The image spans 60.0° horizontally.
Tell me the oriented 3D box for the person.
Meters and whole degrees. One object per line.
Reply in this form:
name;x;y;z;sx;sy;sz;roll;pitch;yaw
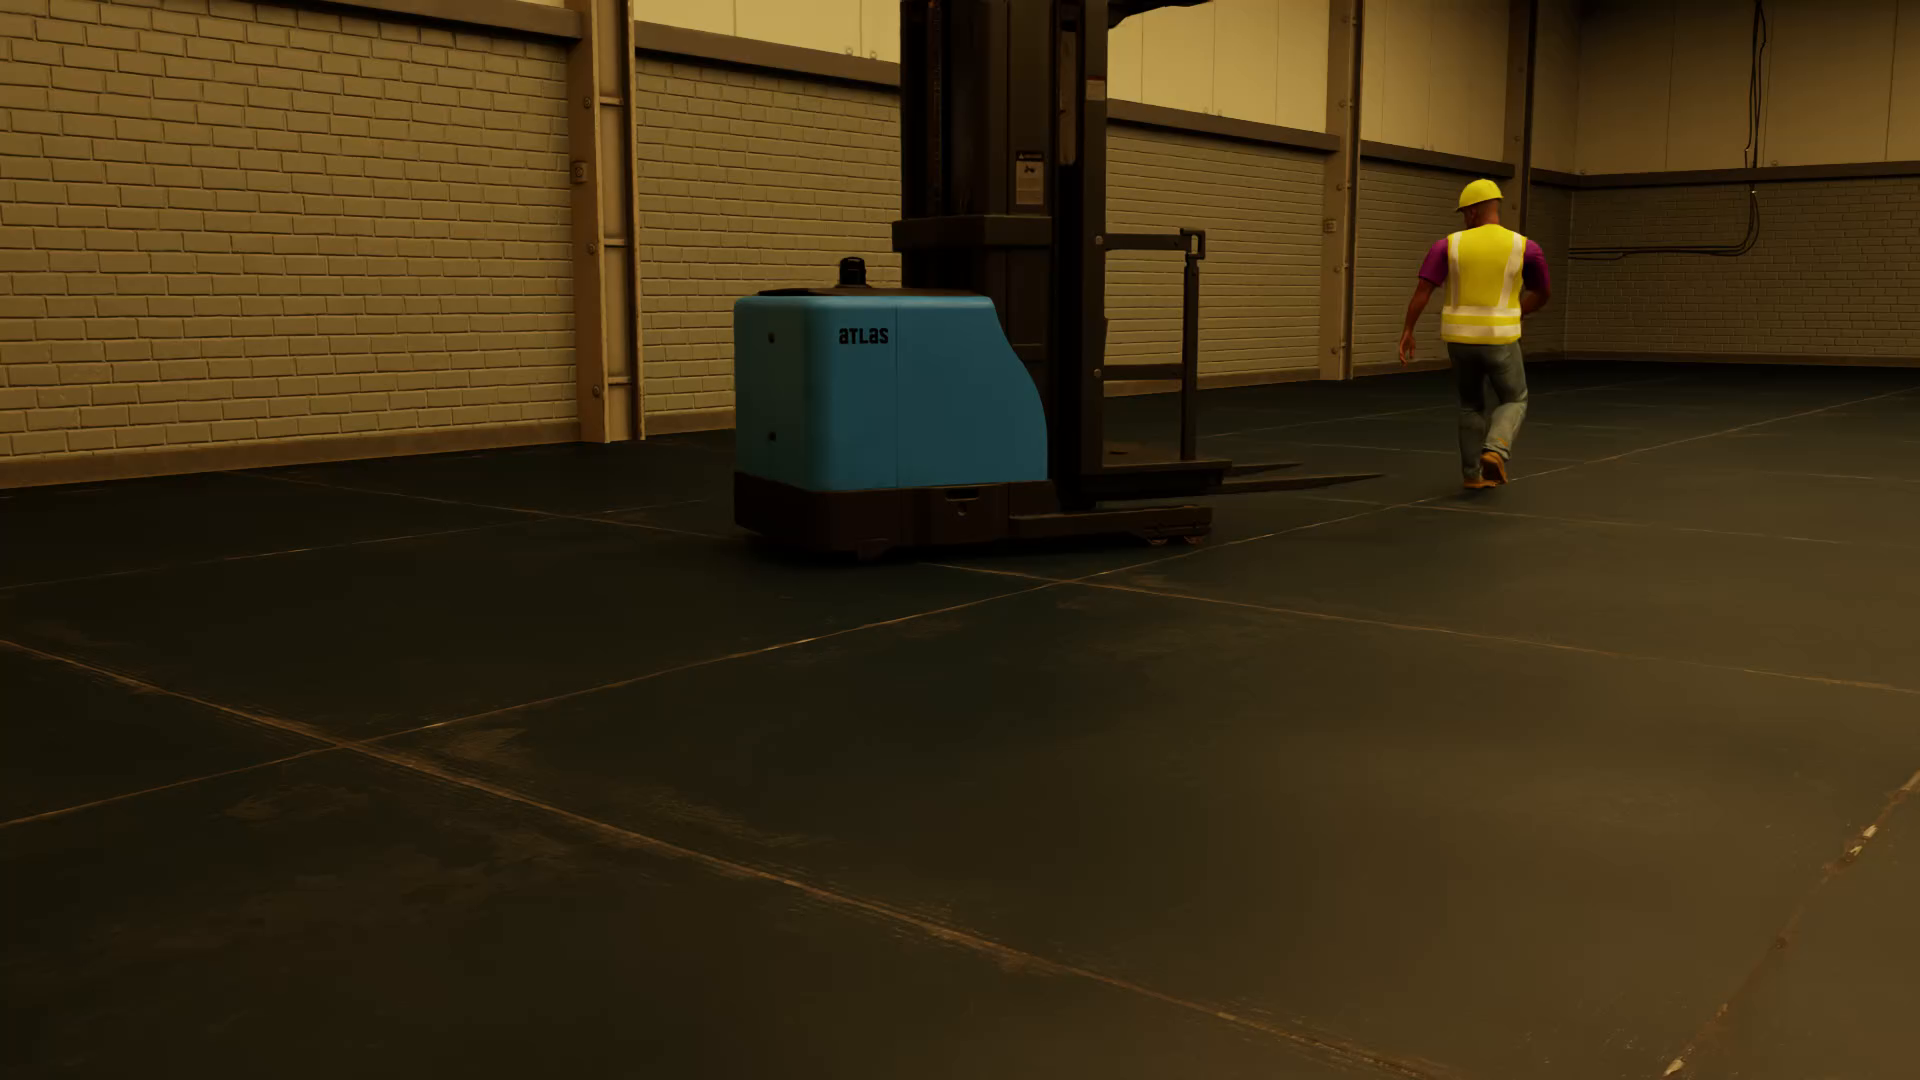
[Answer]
person;2.870;-1.124;9.208;0.729;1.709;0.625;5;10;33

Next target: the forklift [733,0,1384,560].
forklift;0.545;-1.491;7.475;3.031;2.935;1.130;-4;9;-26
